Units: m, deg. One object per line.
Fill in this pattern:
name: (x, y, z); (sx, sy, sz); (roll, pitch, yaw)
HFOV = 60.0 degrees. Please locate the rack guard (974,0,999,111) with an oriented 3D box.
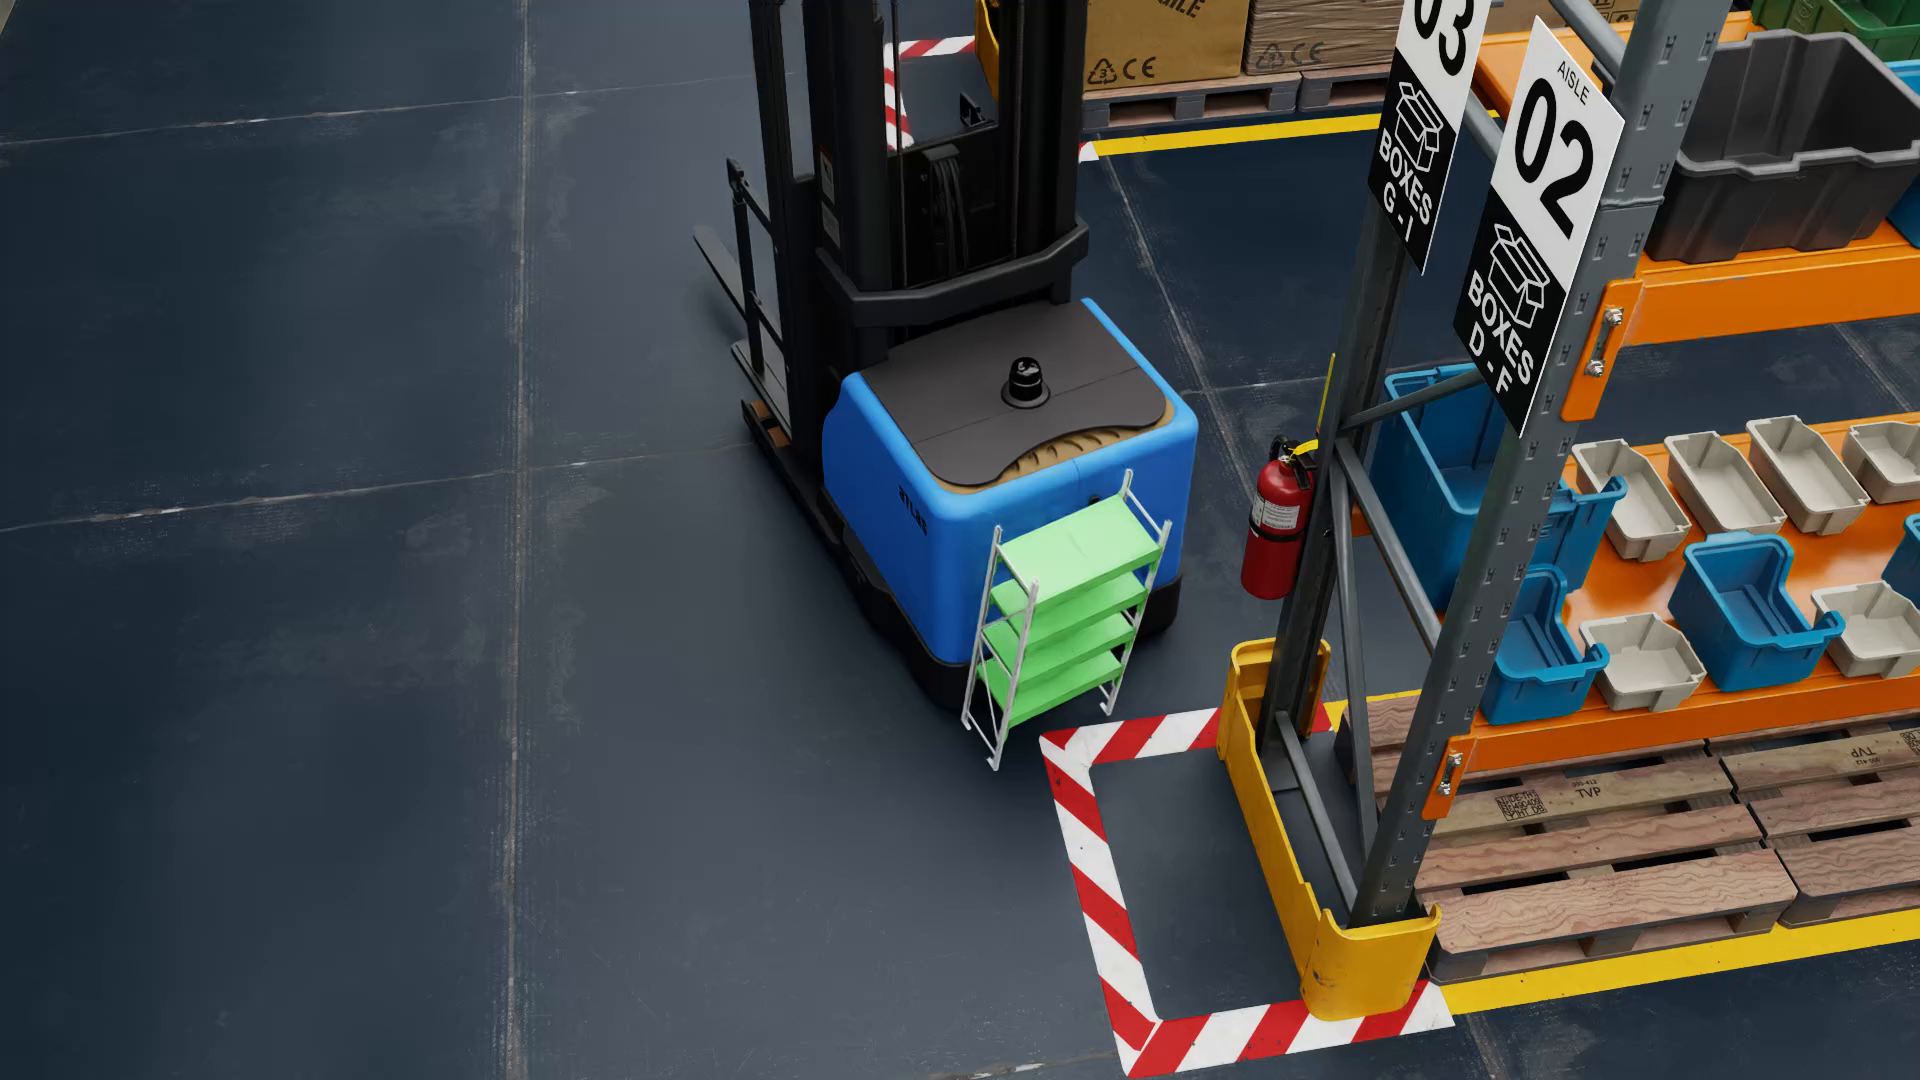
rack guard: (0.339, -2.597, 8.905); (0.348, 0.500, 1.175); (-7, 46, -7)

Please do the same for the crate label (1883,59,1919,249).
crate label: (2.171, -0.826, 3.483); (0.502, 0.251, 0.408); (-7, 46, -7)

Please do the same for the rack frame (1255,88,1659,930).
rack frame: (1.207, 0.047, 4.622); (0.127, 3.000, 1.000); (-7, 46, -7)

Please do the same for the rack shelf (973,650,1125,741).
rack shelf: (0.304, 0.477, 5.851); (0.480, 0.148, 0.258); (-23, 60, -21)

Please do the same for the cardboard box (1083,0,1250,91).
cardboard box: (0.980, -3.011, 8.752); (0.875, 0.875, 0.875); (-7, 46, -7)

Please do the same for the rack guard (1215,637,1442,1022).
rack guard: (1.186, 0.926, 5.510); (0.348, 0.500, 1.175); (-7, 46, -7)

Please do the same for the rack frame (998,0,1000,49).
rack frame: (0.363, -3.468, 8.008); (0.127, 3.000, 1.000); (-7, 46, -7)

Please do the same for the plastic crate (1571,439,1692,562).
plastic crate: (1.980, -0.111, 4.915); (0.243, 0.136, 0.396); (-7, 46, -7)

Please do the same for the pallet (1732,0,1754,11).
pallet: (5.051, -3.140, 9.628); (1.213, 0.211, 1.003); (-7, 46, -7)

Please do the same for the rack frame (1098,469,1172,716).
rack frame: (0.540, 0.211, 5.691); (0.015, 1.200, 0.240); (-23, 60, -21)

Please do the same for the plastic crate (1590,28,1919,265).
plastic crate: (1.634, -0.798, 3.444); (0.590, 0.269, 0.497); (-7, 46, -7)

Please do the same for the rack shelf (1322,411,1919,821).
rack shelf: (3.178, 0.051, 5.118); (4.000, 0.370, 1.077); (-7, 46, -7)

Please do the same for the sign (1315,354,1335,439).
sign: (1.097, -0.398, 4.937); (0.005, 0.325, 0.100); (-7, 46, -7)

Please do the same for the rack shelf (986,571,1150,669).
rack shelf: (0.345, 0.199, 5.462); (0.480, 0.148, 0.258); (-23, 60, -21)

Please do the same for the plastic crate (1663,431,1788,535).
plastic crate: (2.268, -0.136, 4.940); (0.243, 0.136, 0.396); (-7, 46, -7)

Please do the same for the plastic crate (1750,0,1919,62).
plastic crate: (2.130, -1.244, 3.930); (0.336, 0.188, 0.450); (-7, 46, -7)

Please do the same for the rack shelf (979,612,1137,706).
rack shelf: (0.325, 0.338, 5.656); (0.480, 0.148, 0.258); (-23, 60, -21)

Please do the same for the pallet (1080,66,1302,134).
pallet: (1.137, -2.654, 9.160); (1.213, 0.211, 1.003); (-7, 46, -7)

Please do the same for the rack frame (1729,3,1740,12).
rack frame: (4.304, -3.959, 8.481); (0.127, 3.000, 1.000); (-7, 46, -7)

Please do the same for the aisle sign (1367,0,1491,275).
aisle sign: (1.086, -1.054, 3.877); (0.004, 0.787, 0.394); (-7, 46, -7)

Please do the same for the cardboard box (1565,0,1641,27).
cardboard box: (3.640, -3.343, 9.072); (0.875, 0.875, 0.875); (-7, 46, -7)

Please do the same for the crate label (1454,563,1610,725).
crate label: (1.507, 0.287, 4.465); (0.303, 0.233, 0.416); (-7, 46, -7)

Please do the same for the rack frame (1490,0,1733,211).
rack frame: (1.207, -2.035, 2.461); (0.127, 3.000, 1.000); (-7, 46, -7)

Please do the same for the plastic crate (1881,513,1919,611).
plastic crate: (2.804, 0.126, 4.620); (0.300, 0.233, 0.416); (-7, 46, -7)

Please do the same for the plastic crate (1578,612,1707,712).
plastic crate: (1.837, 0.340, 4.481); (0.298, 0.136, 0.250); (-7, 46, -7)

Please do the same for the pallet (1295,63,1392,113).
pallet: (2.337, -2.801, 9.302); (1.213, 0.211, 1.003); (-7, 46, -7)

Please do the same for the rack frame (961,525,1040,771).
rack frame: (0.121, 0.391, 5.518); (0.015, 1.200, 0.240); (-23, 60, -21)

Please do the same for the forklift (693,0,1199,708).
forklift: (-0.280, -1.470, 6.131); (1.130, 2.935, 3.031); (-20, 49, -18)

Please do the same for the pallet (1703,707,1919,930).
pallet: (3.226, 0.793, 5.839); (1.213, 0.211, 1.003); (-7, 46, -7)

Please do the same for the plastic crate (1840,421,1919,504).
plastic crate: (2.827, -0.237, 5.037); (0.250, 0.136, 0.298); (-7, 46, -7)

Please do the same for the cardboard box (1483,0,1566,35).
cardboard box: (2.753, -3.233, 8.965); (0.875, 0.875, 0.875); (-7, 46, -7)

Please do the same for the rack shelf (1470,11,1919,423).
rack shelf: (3.178, -0.990, 4.037); (4.000, 0.370, 1.077); (-7, 46, -7)

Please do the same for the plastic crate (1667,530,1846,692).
plastic crate: (2.155, 0.207, 4.543); (0.300, 0.233, 0.416); (-7, 46, -7)

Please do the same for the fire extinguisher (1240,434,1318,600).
fire extinguisher: (0.981, -0.101, 5.077); (0.183, 0.674, 0.296); (-7, 46, -7)

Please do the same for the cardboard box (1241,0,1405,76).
cardboard box: (1.876, -3.123, 8.860); (0.875, 0.875, 0.875); (-7, 46, -7)

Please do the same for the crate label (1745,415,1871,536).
crate label: (2.538, -0.188, 4.990); (0.243, 0.136, 0.396); (-7, 46, -7)

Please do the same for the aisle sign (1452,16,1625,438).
aisle sign: (1.187, -0.635, 3.474); (0.004, 0.787, 0.394); (-7, 46, -7)

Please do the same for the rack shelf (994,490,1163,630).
rack shelf: (0.366, 0.060, 5.267); (0.480, 0.148, 0.258); (-23, 60, -21)

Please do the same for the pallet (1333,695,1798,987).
pallet: (2.026, 0.941, 5.697); (1.213, 0.211, 1.003); (-7, 46, -7)

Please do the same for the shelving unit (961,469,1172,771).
shelving unit: (0.330, 0.301, 5.605); (0.503, 1.200, 0.258); (-23, 60, -21)

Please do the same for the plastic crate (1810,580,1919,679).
plastic crate: (2.505, 0.257, 4.561); (0.298, 0.136, 0.250); (-7, 46, -7)

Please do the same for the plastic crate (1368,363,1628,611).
plastic crate: (1.505, -0.160, 4.755); (0.499, 0.435, 0.616); (-7, 46, -7)
